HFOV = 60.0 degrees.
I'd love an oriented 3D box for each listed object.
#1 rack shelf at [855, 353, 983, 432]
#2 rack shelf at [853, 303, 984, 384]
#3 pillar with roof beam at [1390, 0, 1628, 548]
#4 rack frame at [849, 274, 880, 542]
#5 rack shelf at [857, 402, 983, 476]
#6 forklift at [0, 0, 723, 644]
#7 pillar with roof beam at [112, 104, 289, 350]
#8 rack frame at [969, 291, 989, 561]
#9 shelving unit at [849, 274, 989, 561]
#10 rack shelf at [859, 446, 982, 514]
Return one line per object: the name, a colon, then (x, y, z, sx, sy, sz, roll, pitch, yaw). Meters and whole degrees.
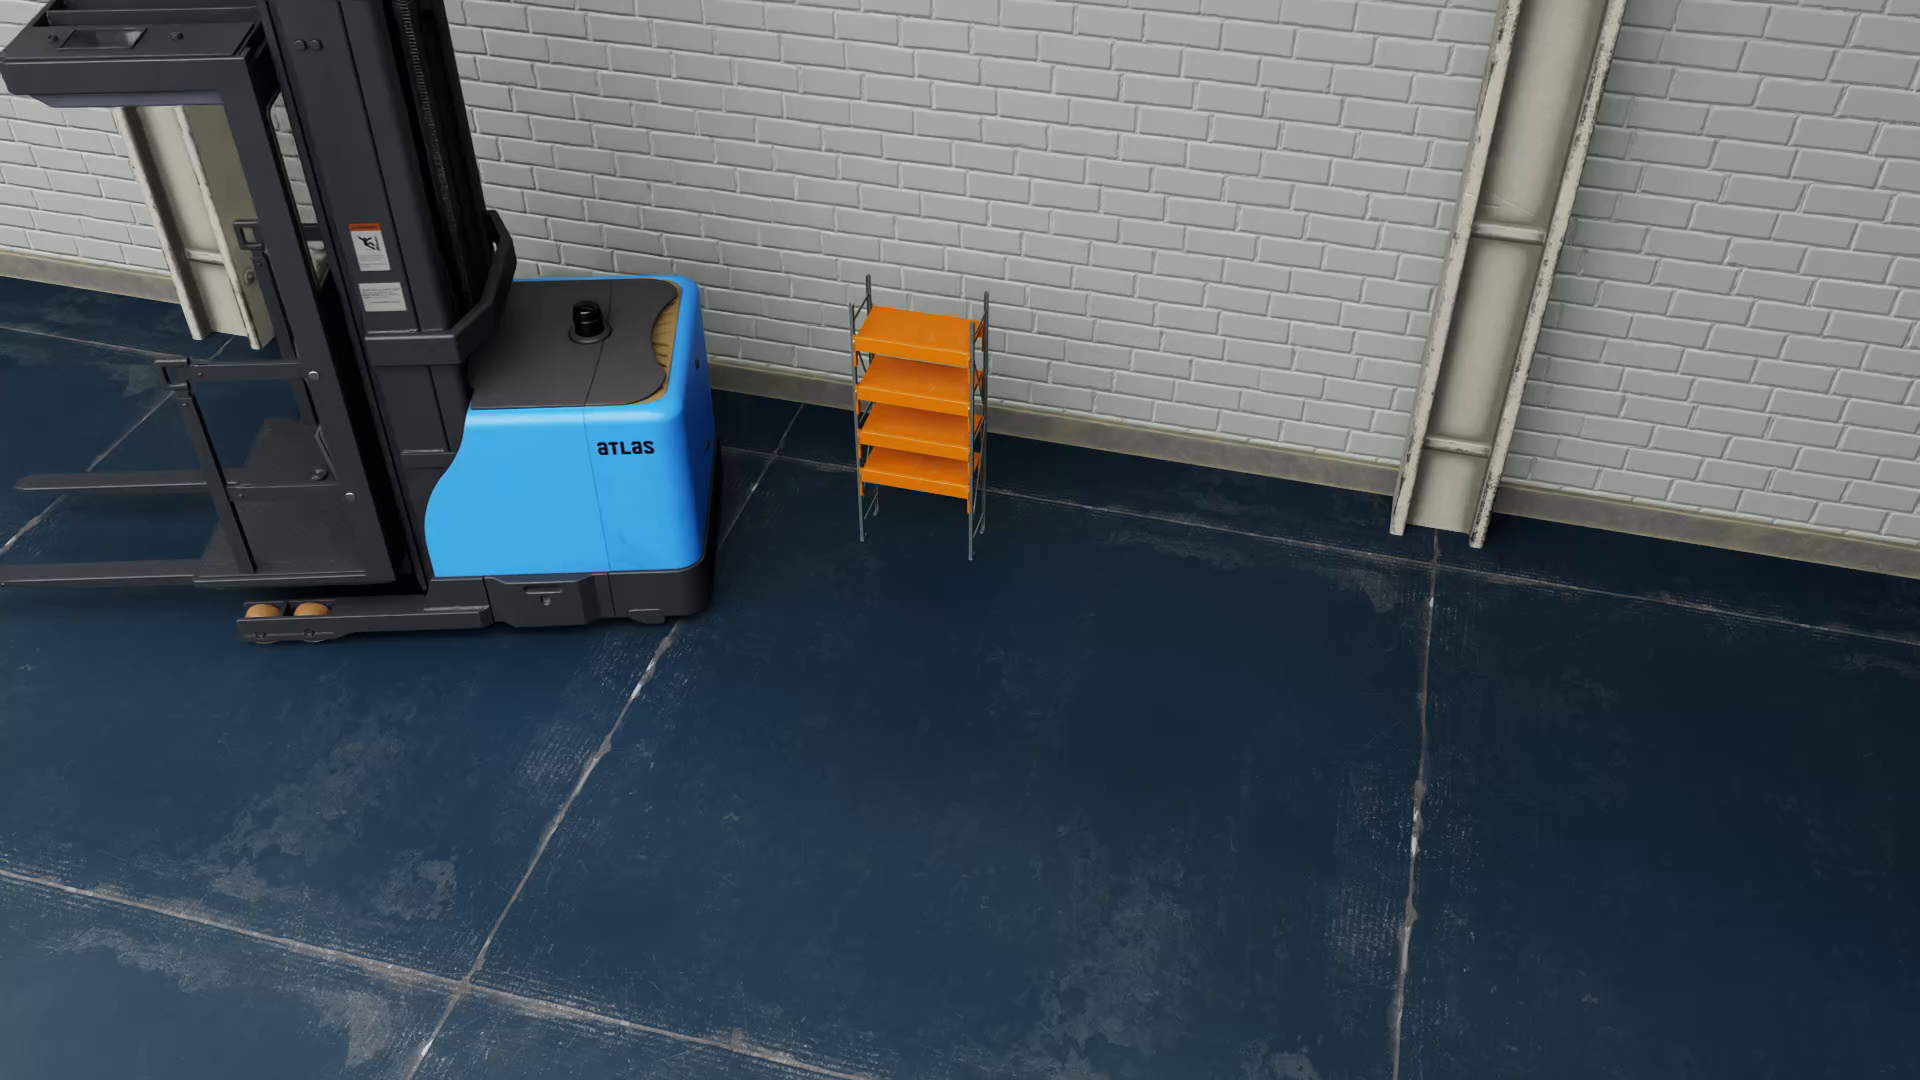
rack shelf: (-0.160, -0.607, 6.796, 0.480, 0.148, 0.258, 10, 41, 11)
rack shelf: (-0.160, -0.788, 6.644, 0.480, 0.148, 0.258, 10, 41, 11)
pillar with roof beam: (1.001, -0.862, 1.280, 0.400, 9.000, 9.100, 10, 41, 11)
rack frame: (-0.396, -0.528, 6.945, 0.015, 1.200, 0.240, 10, 41, 11)
rack shelf: (-0.160, -0.435, 6.940, 0.480, 0.148, 0.258, 10, 41, 11)
forklift: (-2.559, -1.050, 6.222, 3.031, 2.935, 1.130, -2, 40, -2)
pillar with roof beam: (-4.795, -1.860, 2.467, 0.400, 9.000, 9.100, 10, 41, 11)
rack frame: (0.076, -0.446, 6.849, 0.015, 1.200, 0.240, 10, 41, 11)
shelving unit: (-0.160, -0.487, 6.897, 0.503, 1.200, 0.258, 10, 41, 11)
rack shelf: (-0.160, -0.283, 7.068, 0.480, 0.148, 0.258, 10, 41, 11)
